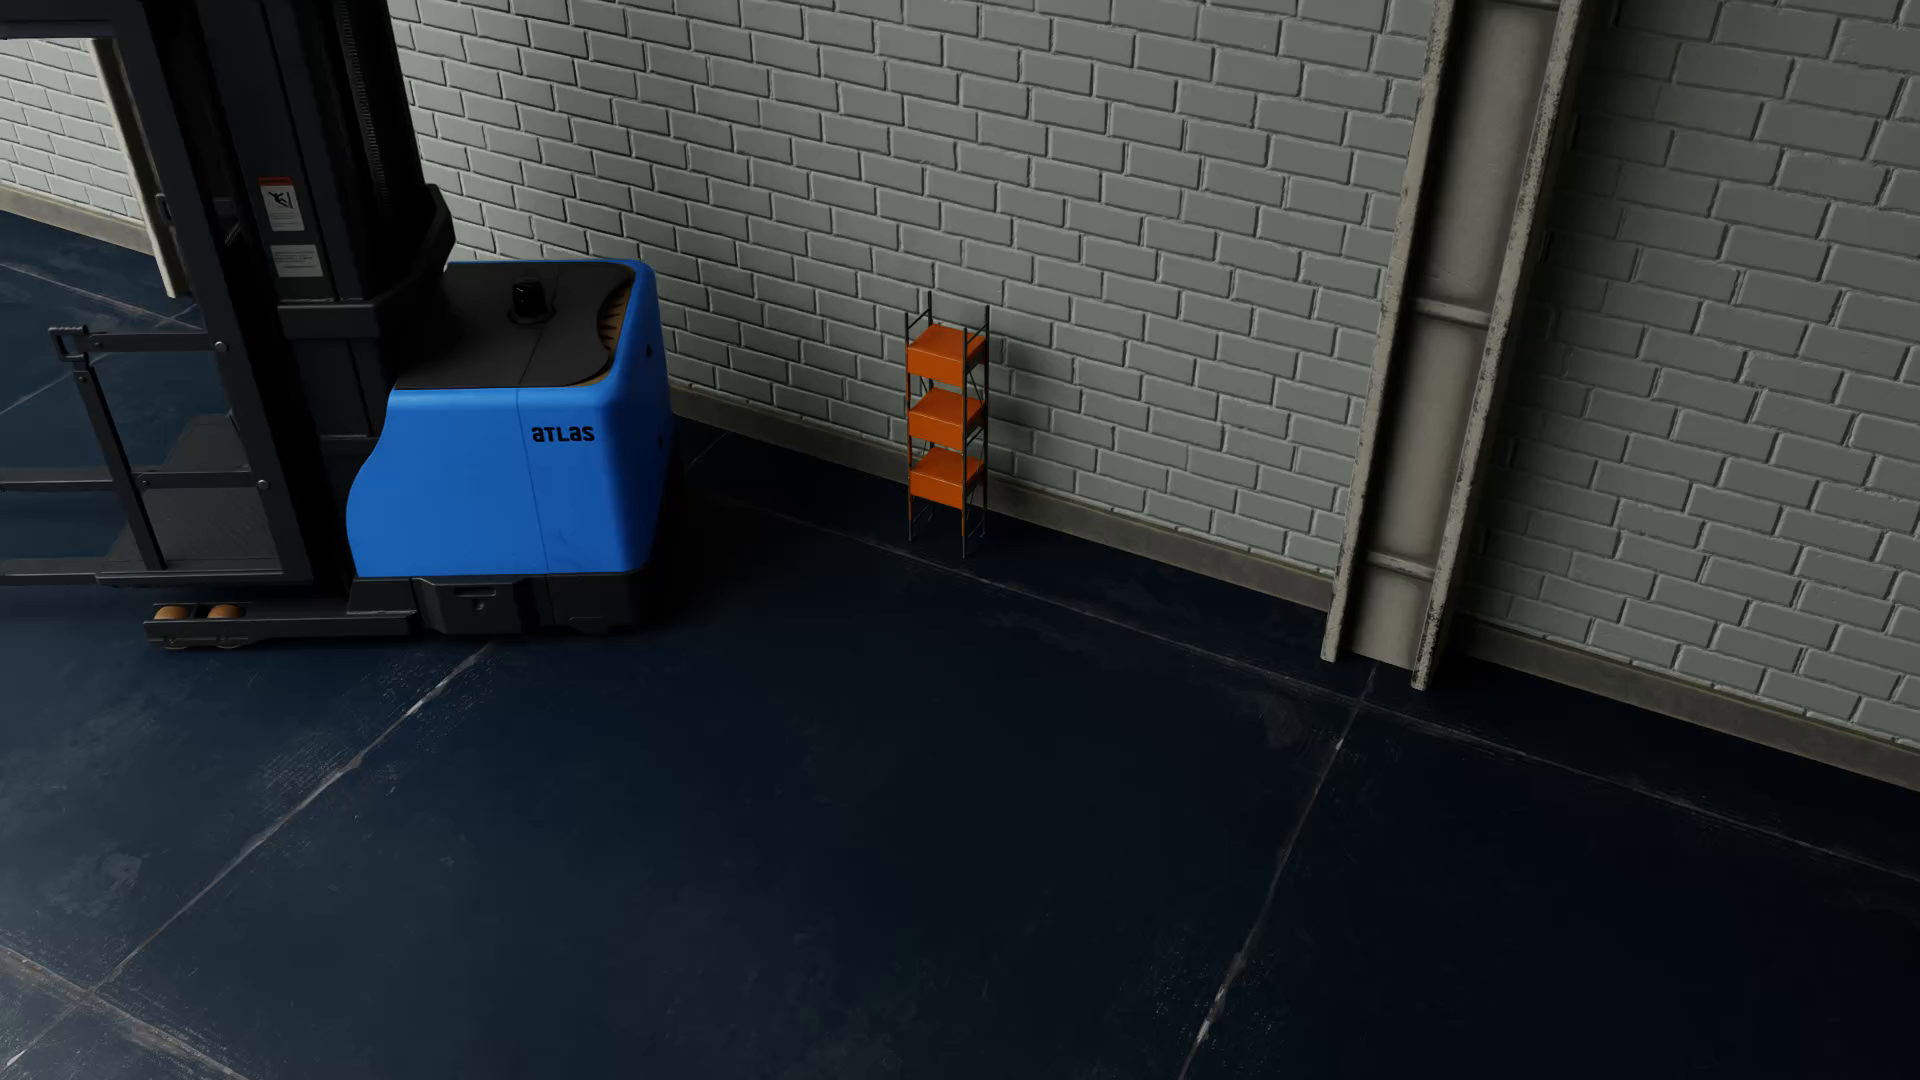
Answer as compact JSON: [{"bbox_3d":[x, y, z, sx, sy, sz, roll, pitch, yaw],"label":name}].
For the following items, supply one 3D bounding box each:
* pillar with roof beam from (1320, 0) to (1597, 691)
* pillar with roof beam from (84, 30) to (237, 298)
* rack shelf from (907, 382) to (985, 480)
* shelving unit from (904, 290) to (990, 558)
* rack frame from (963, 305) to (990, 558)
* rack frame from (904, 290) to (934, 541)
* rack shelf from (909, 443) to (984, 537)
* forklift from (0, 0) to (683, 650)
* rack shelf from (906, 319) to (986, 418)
[{"bbox_3d":[-0.396,-0.862,0.443,0.400,9.000,9.100,17,41,21],"label":"pillar with roof beam"},{"bbox_3d":[-5.724,-2.530,2.640,0.400,9.000,9.100,17,41,21],"label":"pillar with roof beam"},{"bbox_3d":[-0.048,-0.425,6.459,0.240,0.259,0.215,17,41,21],"label":"rack shelf"},{"bbox_3d":[-0.048,-0.433,6.452,0.252,1.050,0.215,17,41,21],"label":"shelving unit"},{"bbox_3d":[0.061,-0.399,6.407,0.008,1.050,0.200,17,41,21],"label":"rack frame"},{"bbox_3d":[-0.156,-0.467,6.497,0.008,1.050,0.200,17,41,21],"label":"rack frame"},{"bbox_3d":[-0.048,-0.203,6.627,0.240,0.259,0.215,17,41,21],"label":"rack shelf"},{"bbox_3d":[-2.660,-1.084,5.754,3.031,2.935,1.130,-1,37,-1],"label":"forklift"},{"bbox_3d":[-0.048,-0.651,6.287,0.240,0.259,0.215,17,41,21],"label":"rack shelf"}]
